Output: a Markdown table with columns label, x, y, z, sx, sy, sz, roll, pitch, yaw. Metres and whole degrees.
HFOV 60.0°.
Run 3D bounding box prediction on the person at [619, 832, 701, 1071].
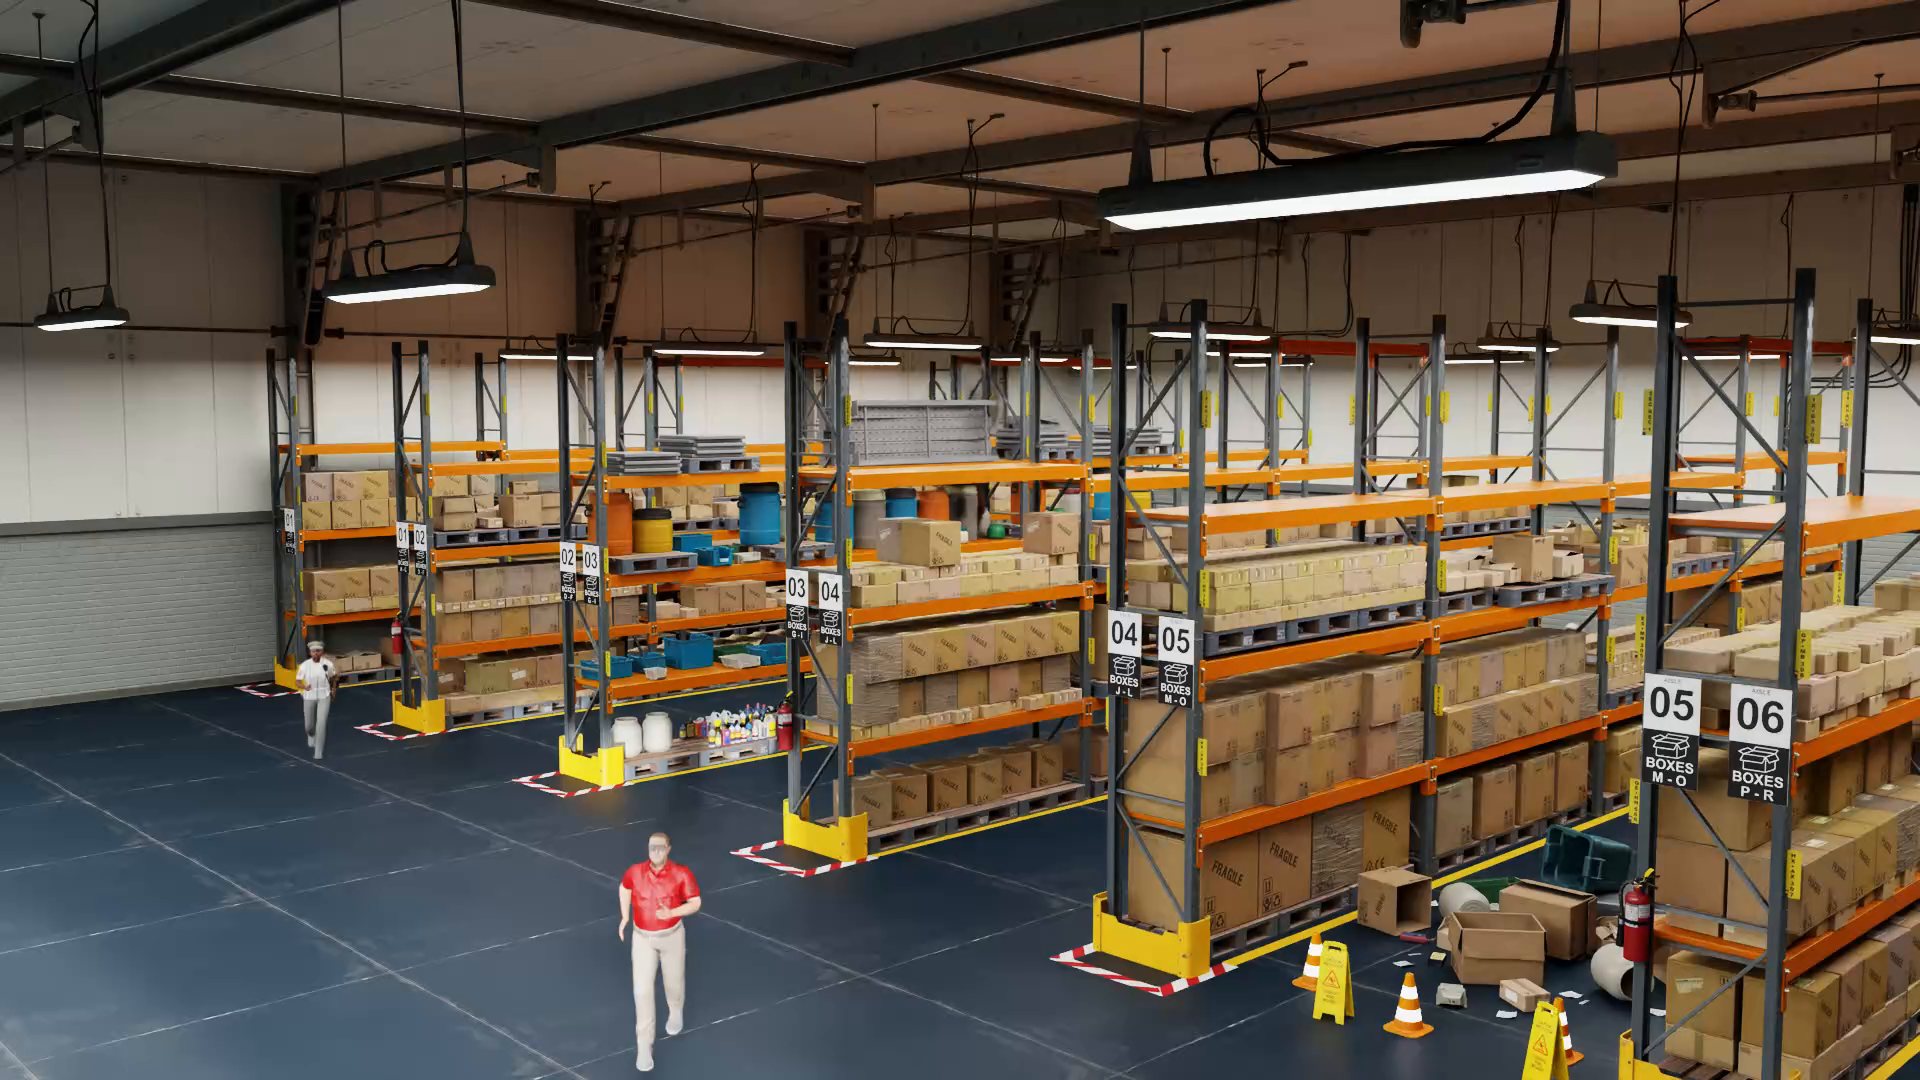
| label | x | y | z | sx | sy | sz | roll | pitch | yaw |
| --- | --- | --- | --- | --- | --- | --- | --- | --- | --- |
| person | -2.364 | 3.151 | 13.056 | 0.666 | 1.725 | 0.946 | 0 | 5 | -4 |

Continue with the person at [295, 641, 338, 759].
| label | x | y | z | sx | sy | sz | roll | pitch | yaw |
| --- | --- | --- | --- | --- | --- | --- | --- | --- | --- |
| person | -9.218 | 2.263 | 23.857 | 0.581 | 1.668 | 0.758 | -2 | 5 | -21 |

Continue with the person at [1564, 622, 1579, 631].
| label | x | y | z | sx | sy | sz | roll | pitch | yaw |
| --- | --- | --- | --- | --- | --- | --- | --- | --- | --- |
| person | 9.009 | 2.123 | 24.578 | 0.639 | 1.819 | 0.828 | 5 | 7 | 44 |
